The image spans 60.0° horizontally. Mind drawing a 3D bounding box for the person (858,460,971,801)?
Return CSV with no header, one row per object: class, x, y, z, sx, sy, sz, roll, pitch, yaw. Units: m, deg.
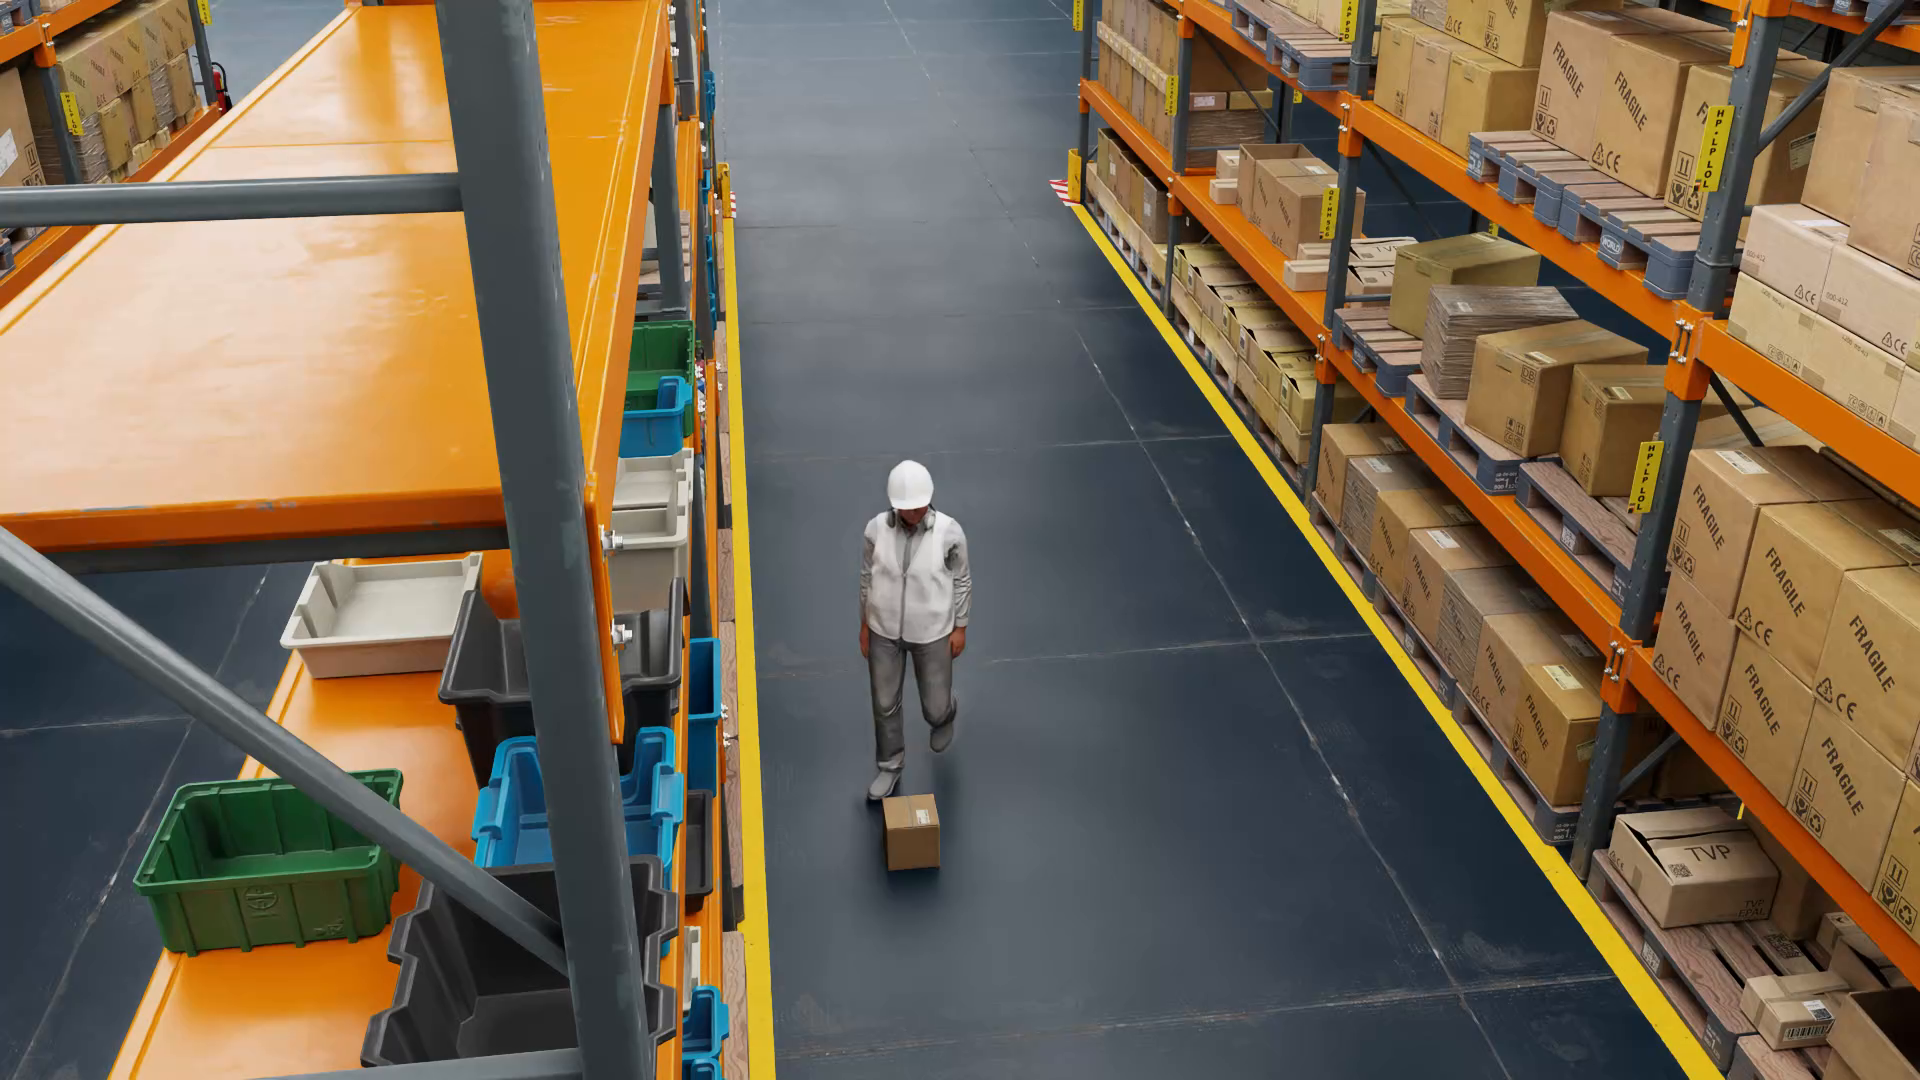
person,-0.229,0.423,8.218,0.555,1.756,0.637,6,27,11
